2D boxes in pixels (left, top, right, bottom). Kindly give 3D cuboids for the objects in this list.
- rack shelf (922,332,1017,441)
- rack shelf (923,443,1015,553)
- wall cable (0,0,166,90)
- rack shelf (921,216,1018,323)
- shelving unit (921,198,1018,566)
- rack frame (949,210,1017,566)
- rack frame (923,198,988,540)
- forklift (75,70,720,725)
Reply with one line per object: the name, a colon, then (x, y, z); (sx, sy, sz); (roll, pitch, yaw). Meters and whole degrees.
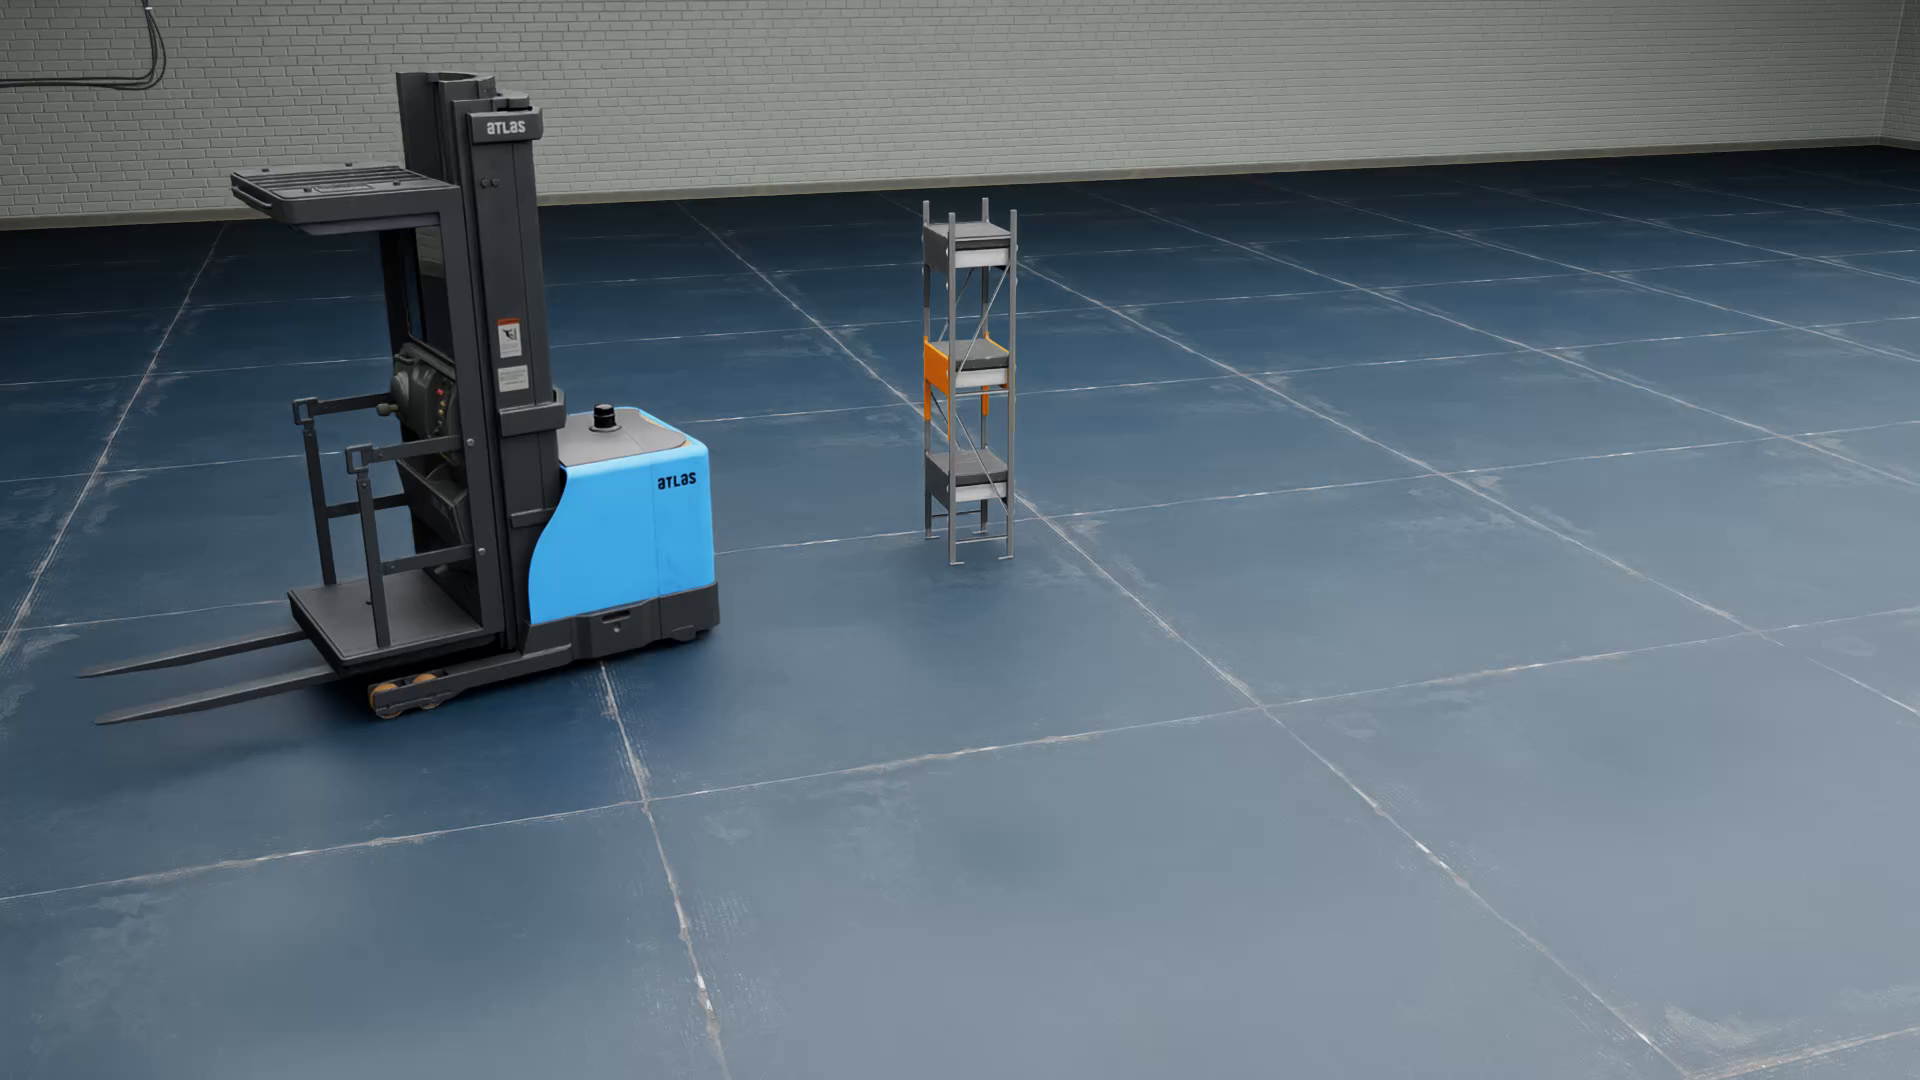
rack shelf: (0.052, -0.922, 9.918); (0.431, 0.518, 0.480); (-6, 21, -17)
rack shelf: (0.052, -0.263, 10.155); (0.431, 0.518, 0.480); (-6, 21, -17)
wall cable: (-11.754, -6.864, 20.809); (3.097, 2.526, 0.112); (-6, 21, -17)
rack shelf: (0.052, -1.581, 9.682); (0.431, 0.518, 0.480); (-6, 21, -17)
shelving unit: (0.052, -0.935, 9.914); (0.431, 2.100, 0.503); (-6, 21, -17)
rack frame: (0.129, -0.857, 9.696); (0.400, 2.100, 0.015); (-6, 21, -17)
rack frame: (-0.025, -1.013, 10.132); (0.400, 2.100, 0.015); (-6, 21, -17)
forklift: (-2.805, -0.721, 8.089); (3.031, 2.935, 1.130); (-13, 23, -32)
